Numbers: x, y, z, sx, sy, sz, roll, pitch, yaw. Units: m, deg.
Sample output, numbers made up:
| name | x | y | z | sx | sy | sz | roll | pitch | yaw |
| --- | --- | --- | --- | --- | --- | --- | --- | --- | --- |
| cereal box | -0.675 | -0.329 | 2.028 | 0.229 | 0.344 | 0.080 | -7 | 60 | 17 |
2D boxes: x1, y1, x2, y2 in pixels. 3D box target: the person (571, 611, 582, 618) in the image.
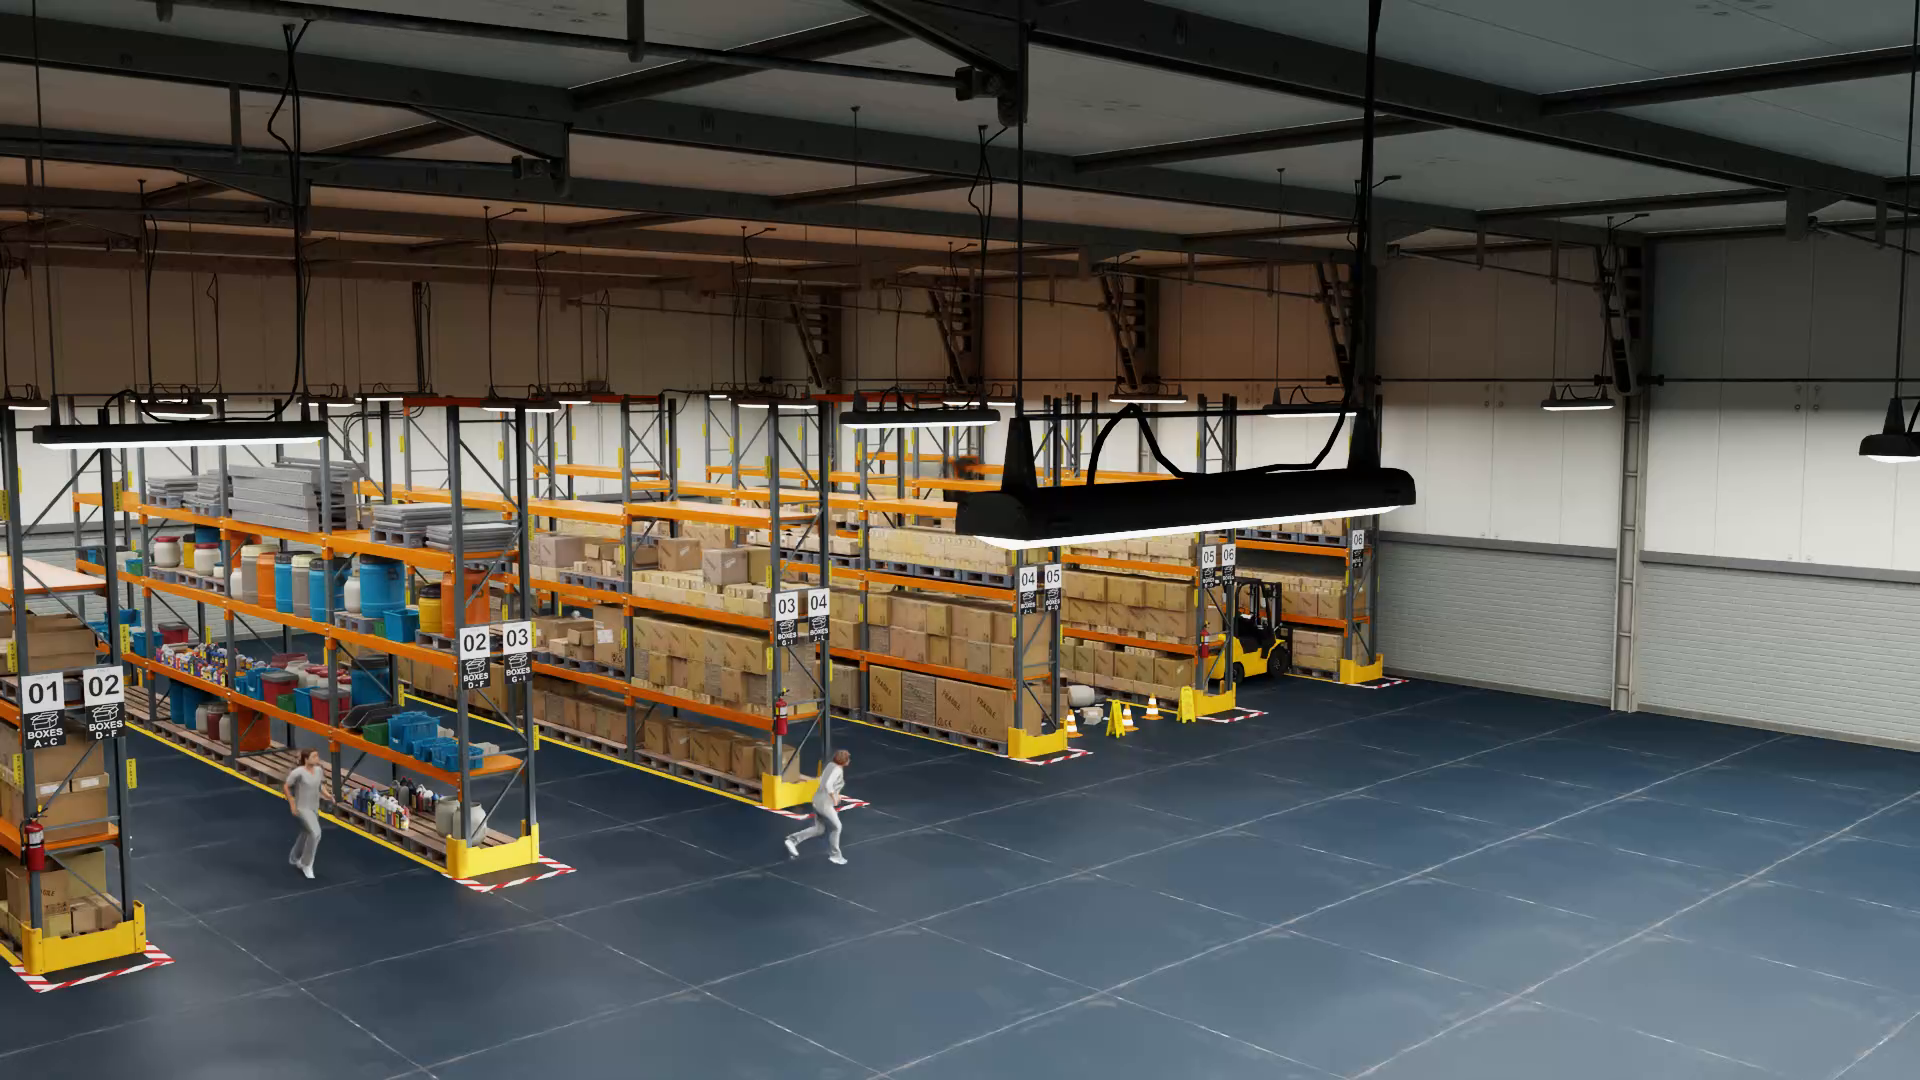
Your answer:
| name | x | y | z | sx | sy | sz | roll | pitch | yaw |
| --- | --- | --- | --- | --- | --- | --- | --- | --- | --- |
| person | -8.027 | 2.223 | 34.565 | 0.777 | 1.556 | 0.607 | 4 | 7 | 34 |

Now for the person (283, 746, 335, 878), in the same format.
| name | x | y | z | sx | sy | sz | roll | pitch | yaw |
| --- | --- | --- | --- | --- | --- | --- | --- | --- | --- |
| person | -8.344 | 3.469 | 21.264 | 0.775 | 1.693 | 0.486 | 2 | 6 | 23 |

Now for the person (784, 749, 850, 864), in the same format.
| name | x | y | z | sx | sy | sz | roll | pitch | yaw |
| --- | --- | --- | --- | --- | --- | --- | --- | --- | --- |
| person | -1.847 | 3.505 | 21.602 | 0.877 | 1.551 | 0.553 | -1 | 6 | -14 |
